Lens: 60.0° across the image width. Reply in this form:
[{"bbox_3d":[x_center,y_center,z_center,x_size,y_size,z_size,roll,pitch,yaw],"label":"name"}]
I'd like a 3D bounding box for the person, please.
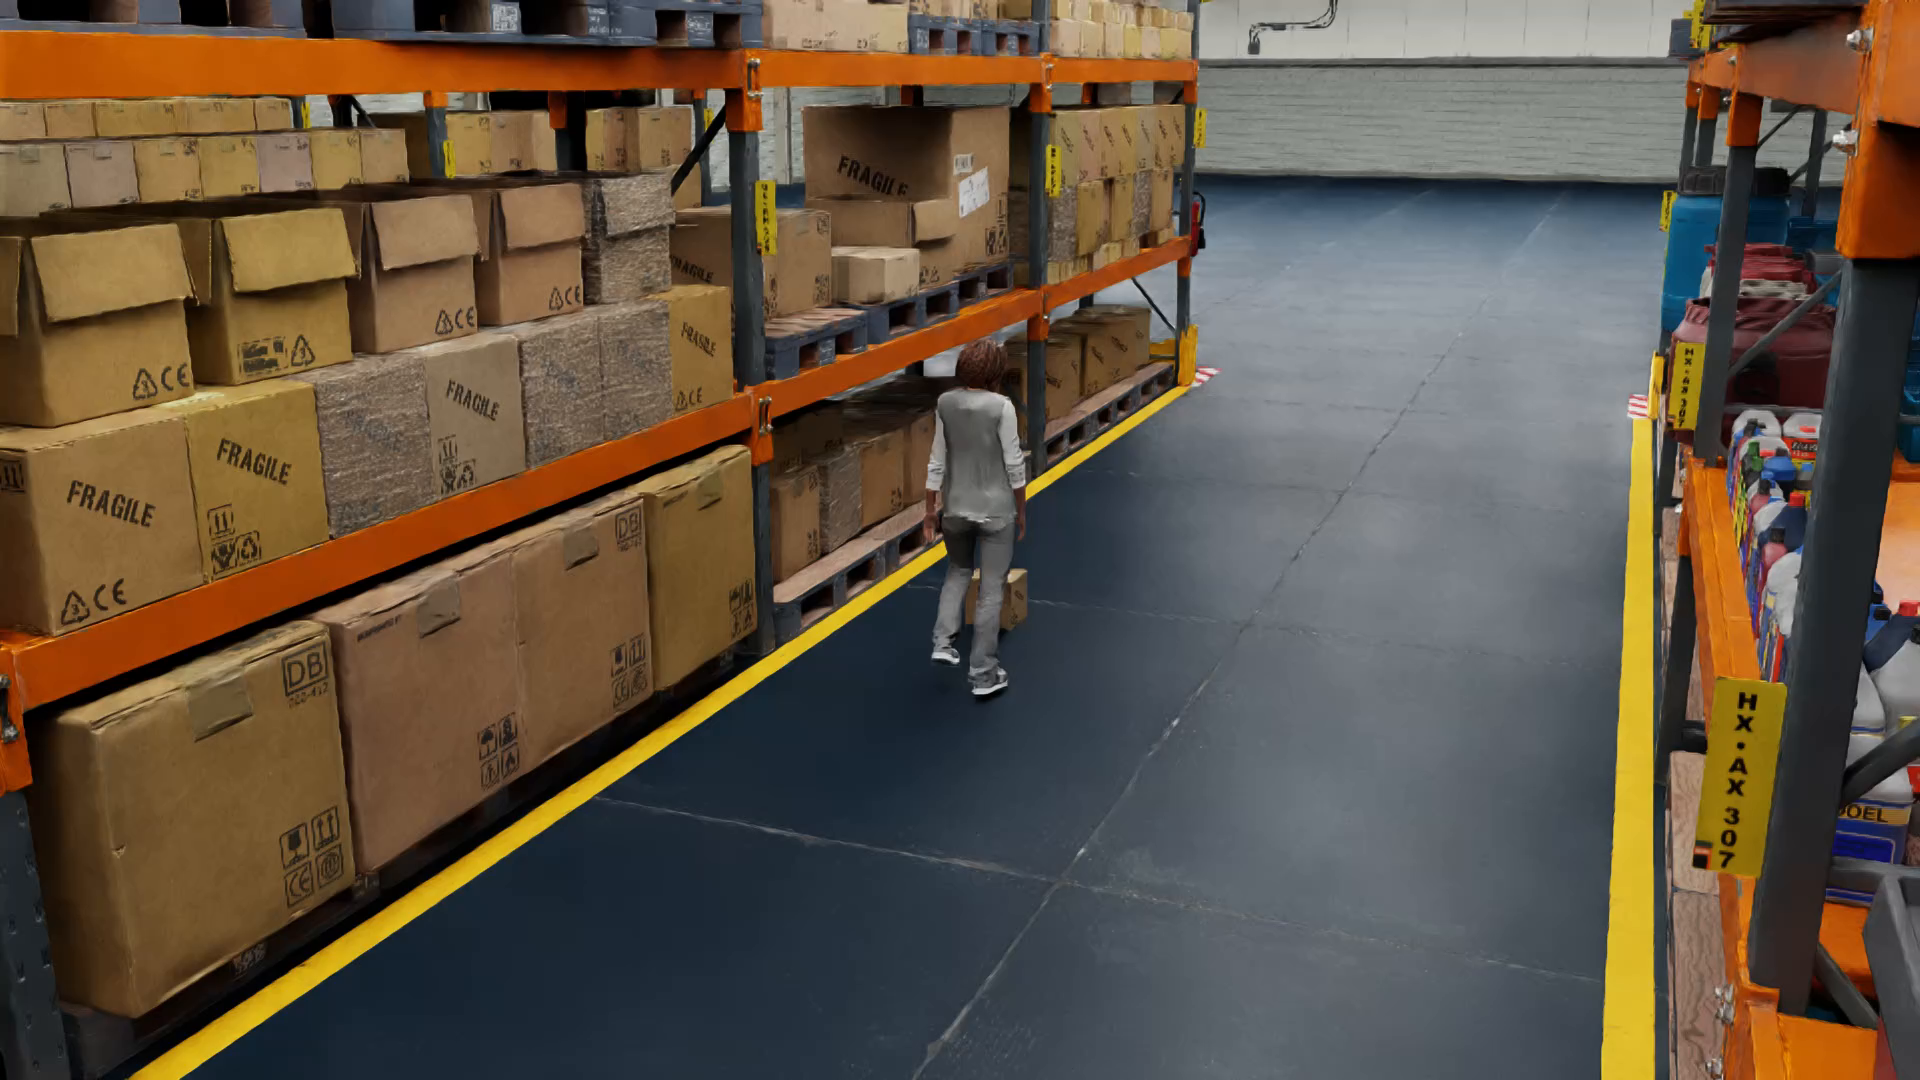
[{"bbox_3d":[0.070,-0.111,7.400,0.462,1.584,0.436,5,16,18],"label":"person"}]
